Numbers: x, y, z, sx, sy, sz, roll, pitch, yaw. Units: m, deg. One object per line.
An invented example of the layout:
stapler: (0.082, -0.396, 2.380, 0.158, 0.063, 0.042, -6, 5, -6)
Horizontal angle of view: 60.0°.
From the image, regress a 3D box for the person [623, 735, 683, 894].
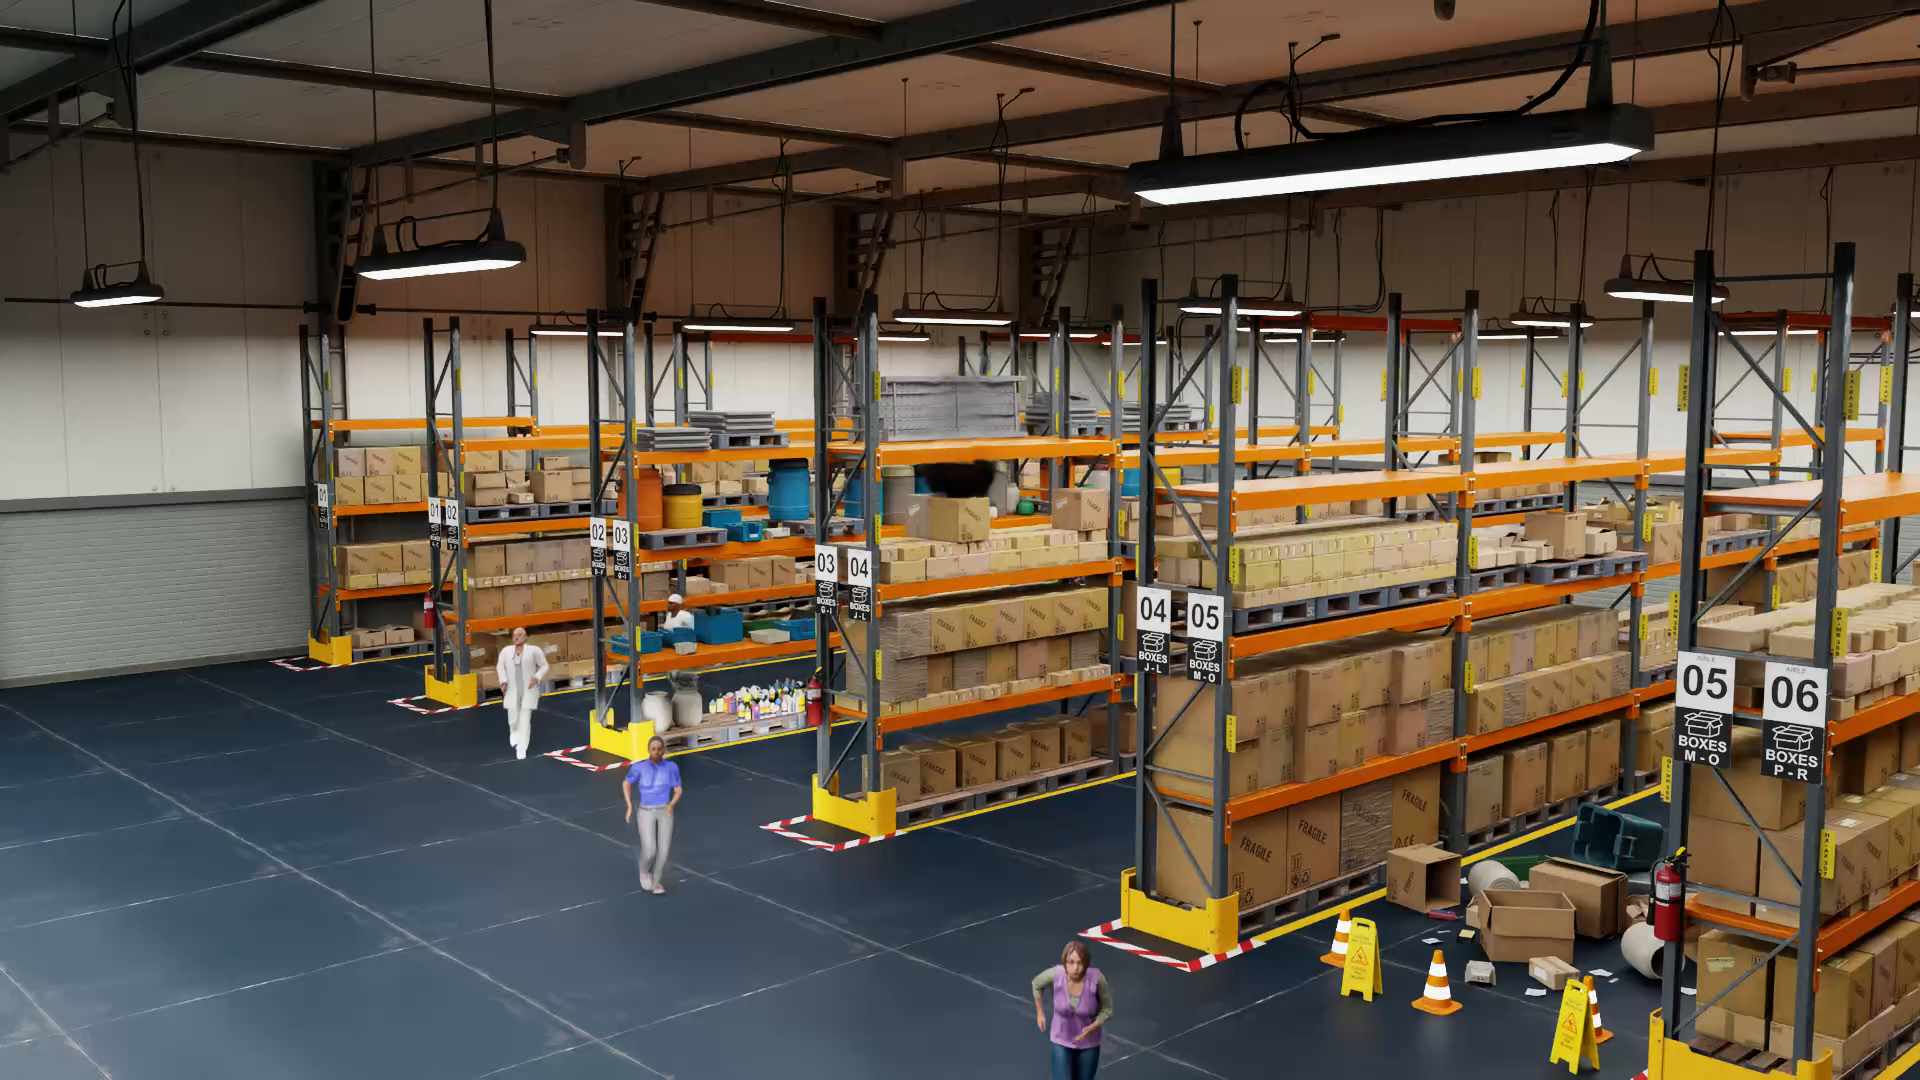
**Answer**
person: (-2.992, 2.714, 16.300, 0.557, 1.605, 0.659, -2, 6, -19)

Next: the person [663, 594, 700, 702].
person: (-4.377, 1.700, 25.891, 0.713, 1.730, 0.632, 5, 8, 40)

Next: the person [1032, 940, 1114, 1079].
person: (0.737, 3.324, 10.910, 0.527, 1.530, 0.664, 0, 6, 1)

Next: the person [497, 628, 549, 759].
person: (-5.897, 2.043, 22.434, 0.705, 1.750, 0.686, 0, 6, -4)
